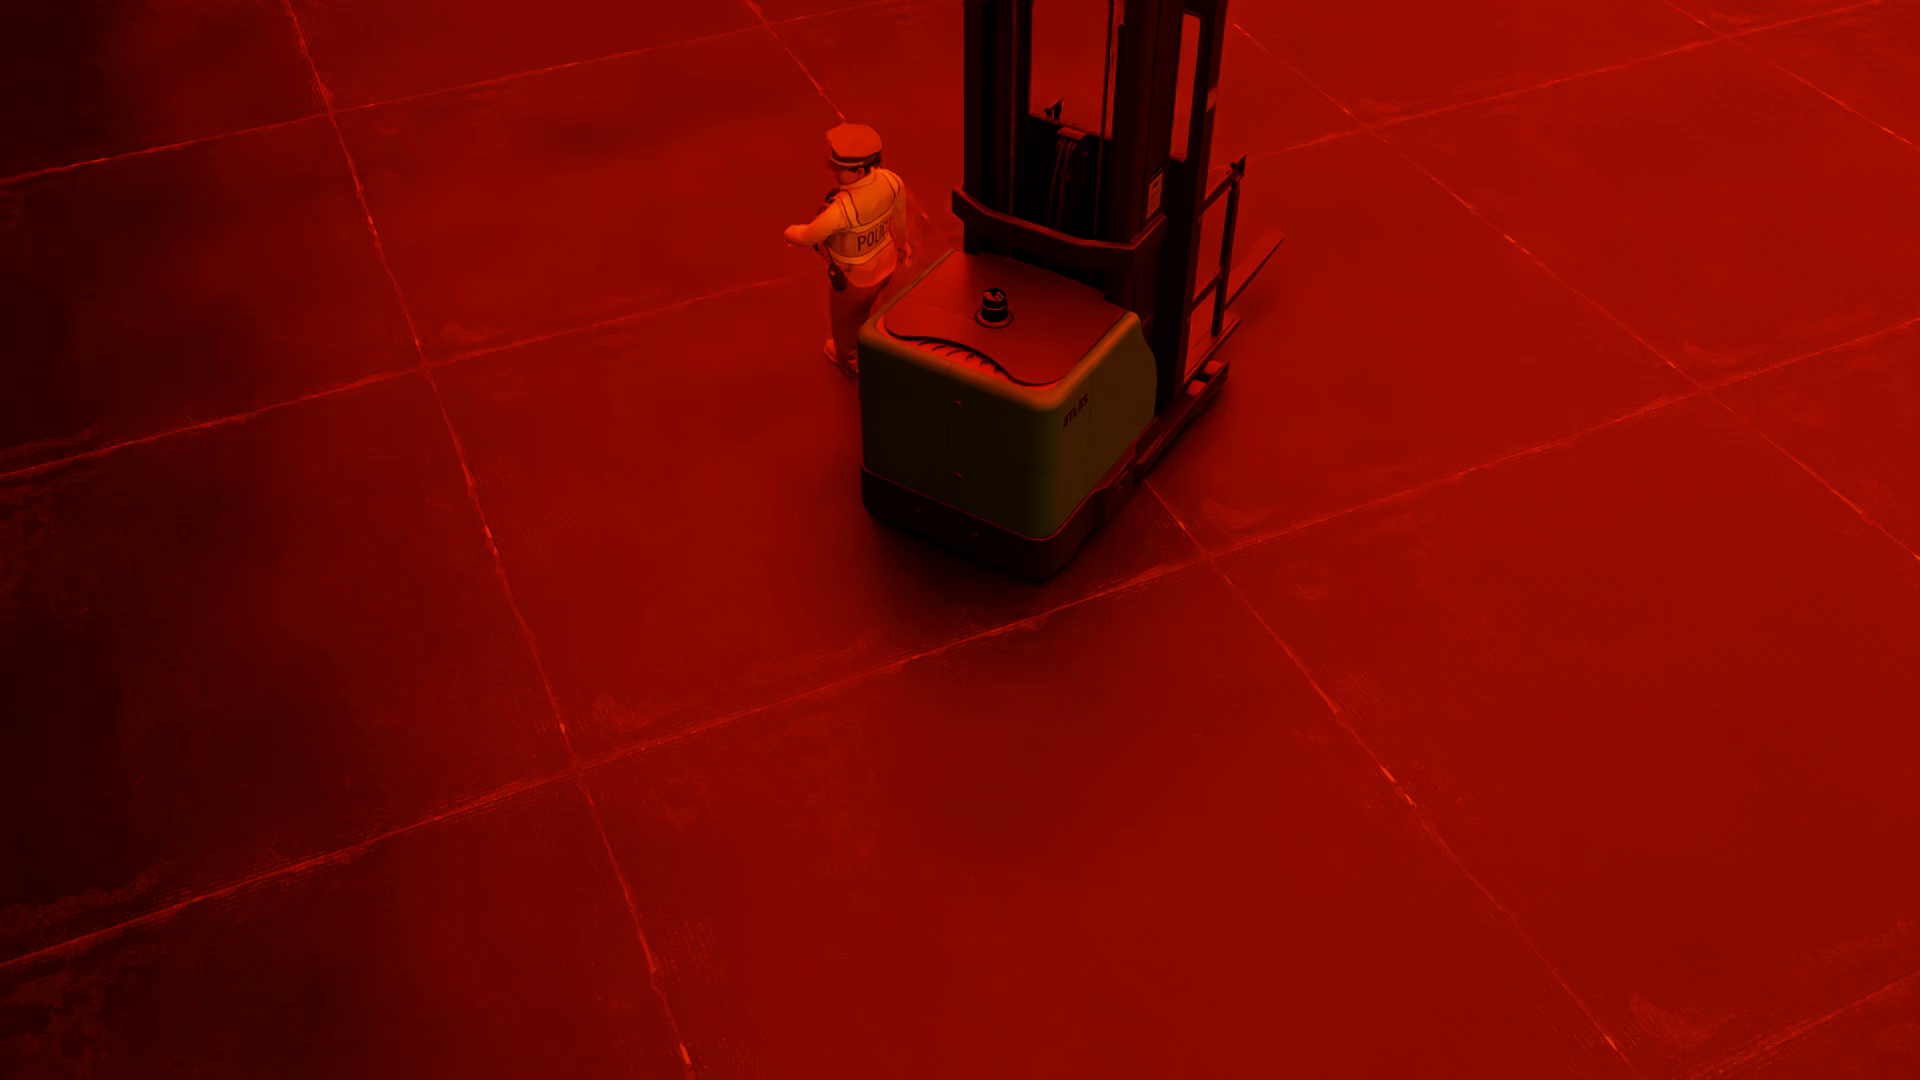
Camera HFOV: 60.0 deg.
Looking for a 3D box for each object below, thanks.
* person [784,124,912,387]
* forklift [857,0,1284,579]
[{"bbox_3d":[-0.478,-1.340,8.114,0.772,1.589,0.632,21,47,21],"label":"person"},{"bbox_3d":[0.738,-1.880,7.695,1.130,2.935,3.031,23,48,23],"label":"forklift"}]
